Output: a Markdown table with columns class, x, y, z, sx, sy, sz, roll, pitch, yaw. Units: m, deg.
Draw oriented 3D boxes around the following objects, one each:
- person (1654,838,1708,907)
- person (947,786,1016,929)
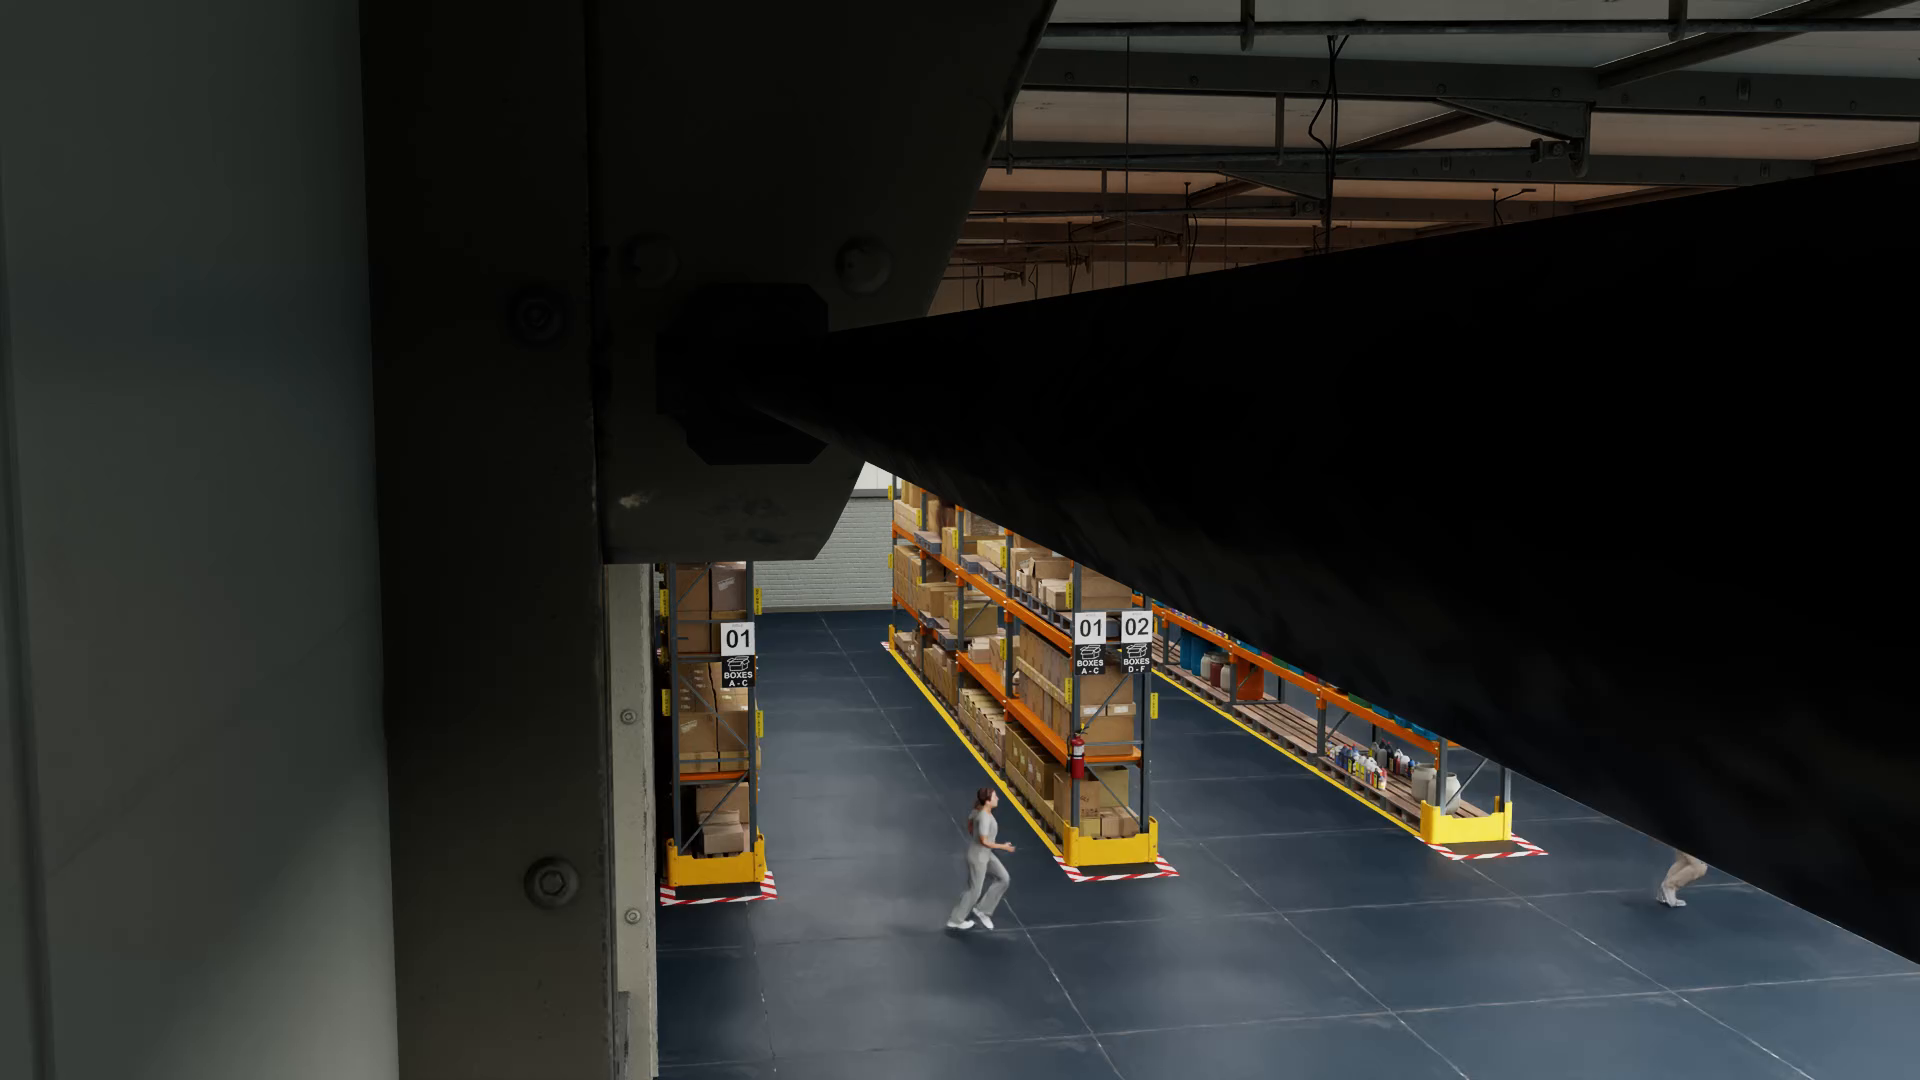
| class | x | y | z | sx | sy | sz | roll | pitch | yaw |
| --- | --- | --- | --- | --- | --- | --- | --- | --- | --- |
| person | 8.464 | 3.420 | 19.250 | 0.687 | 1.669 | 0.670 | 5 | 8 | 38 |
| person | 0.237 | 3.531 | 18.404 | 0.771 | 1.646 | 0.493 | 1 | 6 | 8 |
